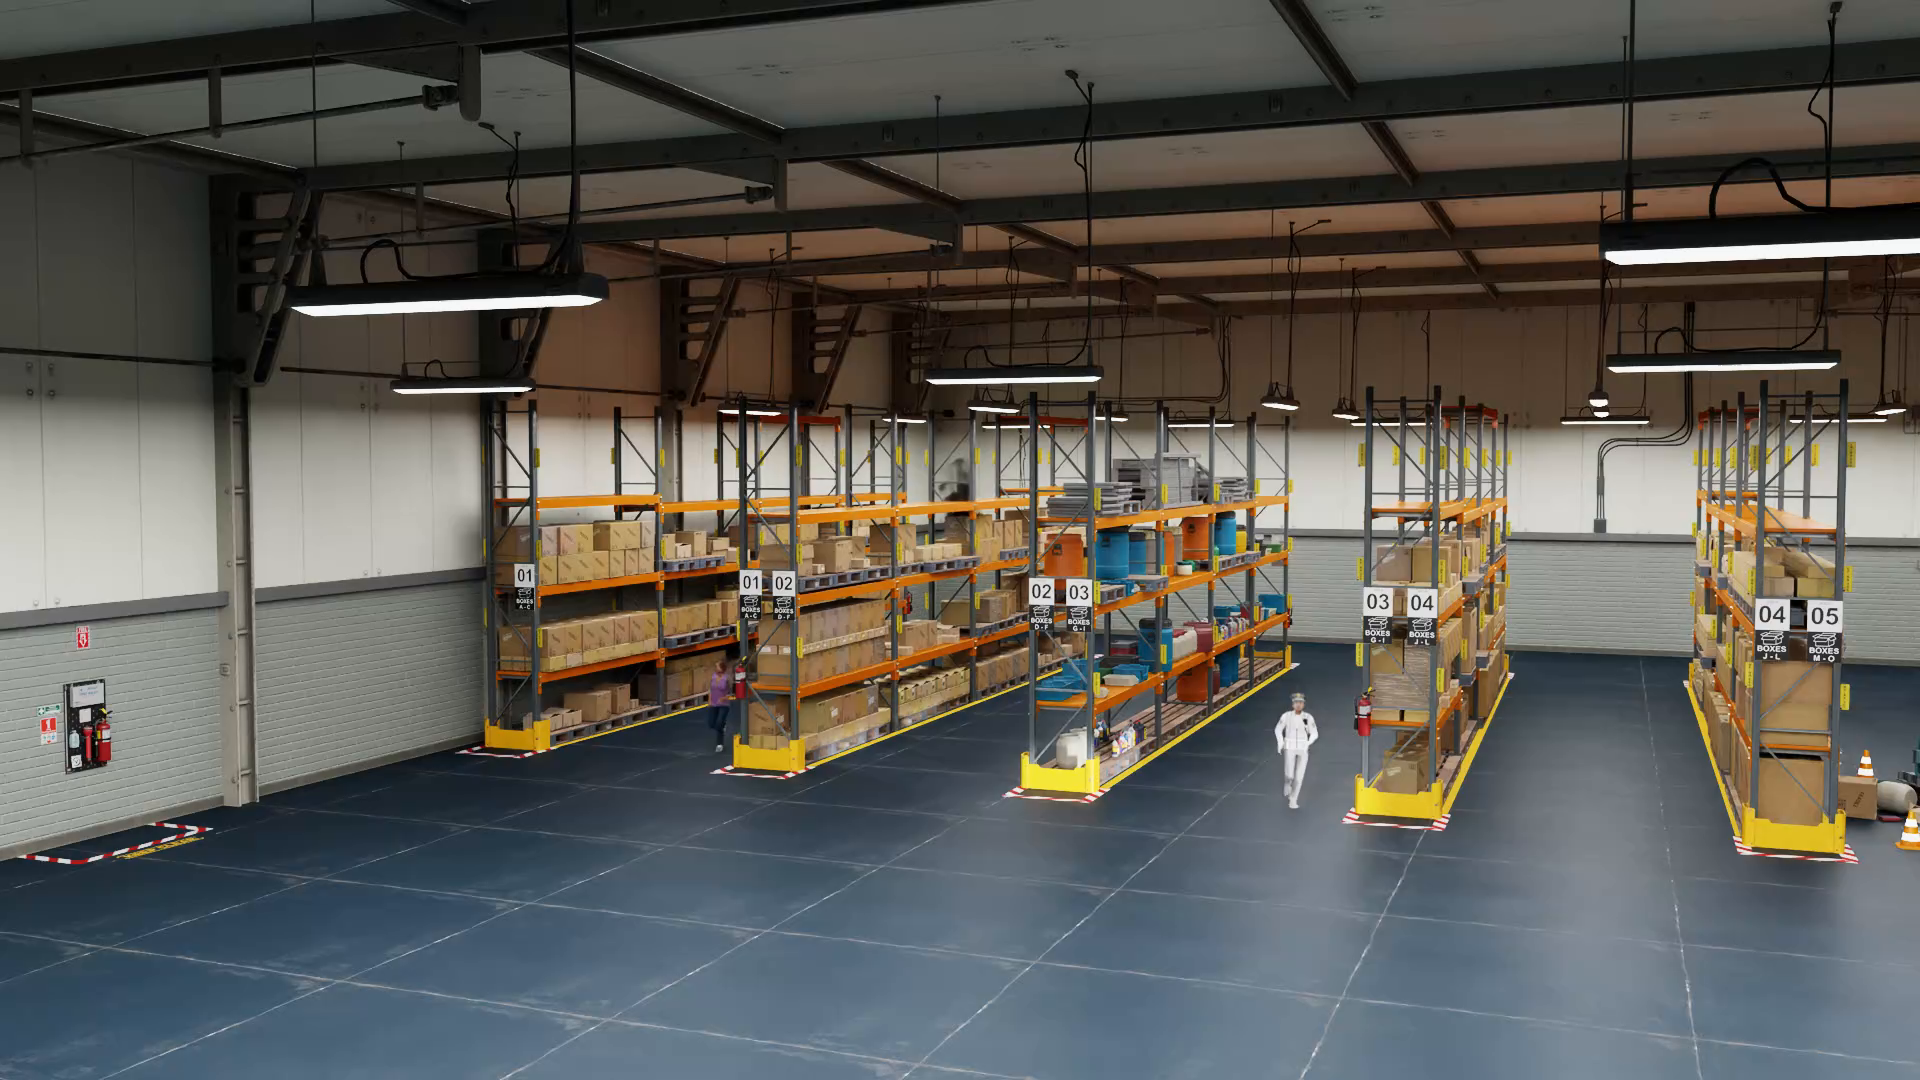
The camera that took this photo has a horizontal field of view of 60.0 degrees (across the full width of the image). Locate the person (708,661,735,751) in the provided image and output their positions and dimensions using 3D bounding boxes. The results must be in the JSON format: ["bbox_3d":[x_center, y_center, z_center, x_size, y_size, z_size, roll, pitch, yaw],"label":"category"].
[{"bbox_3d":[-4.093,2.834,28.475,0.543,1.535,0.527,1,3,20],"label":"person"}]

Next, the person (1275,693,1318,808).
[{"bbox_3d":[4.827,3.011,23.844,0.602,1.654,0.536,0,3,10],"label":"person"}]
